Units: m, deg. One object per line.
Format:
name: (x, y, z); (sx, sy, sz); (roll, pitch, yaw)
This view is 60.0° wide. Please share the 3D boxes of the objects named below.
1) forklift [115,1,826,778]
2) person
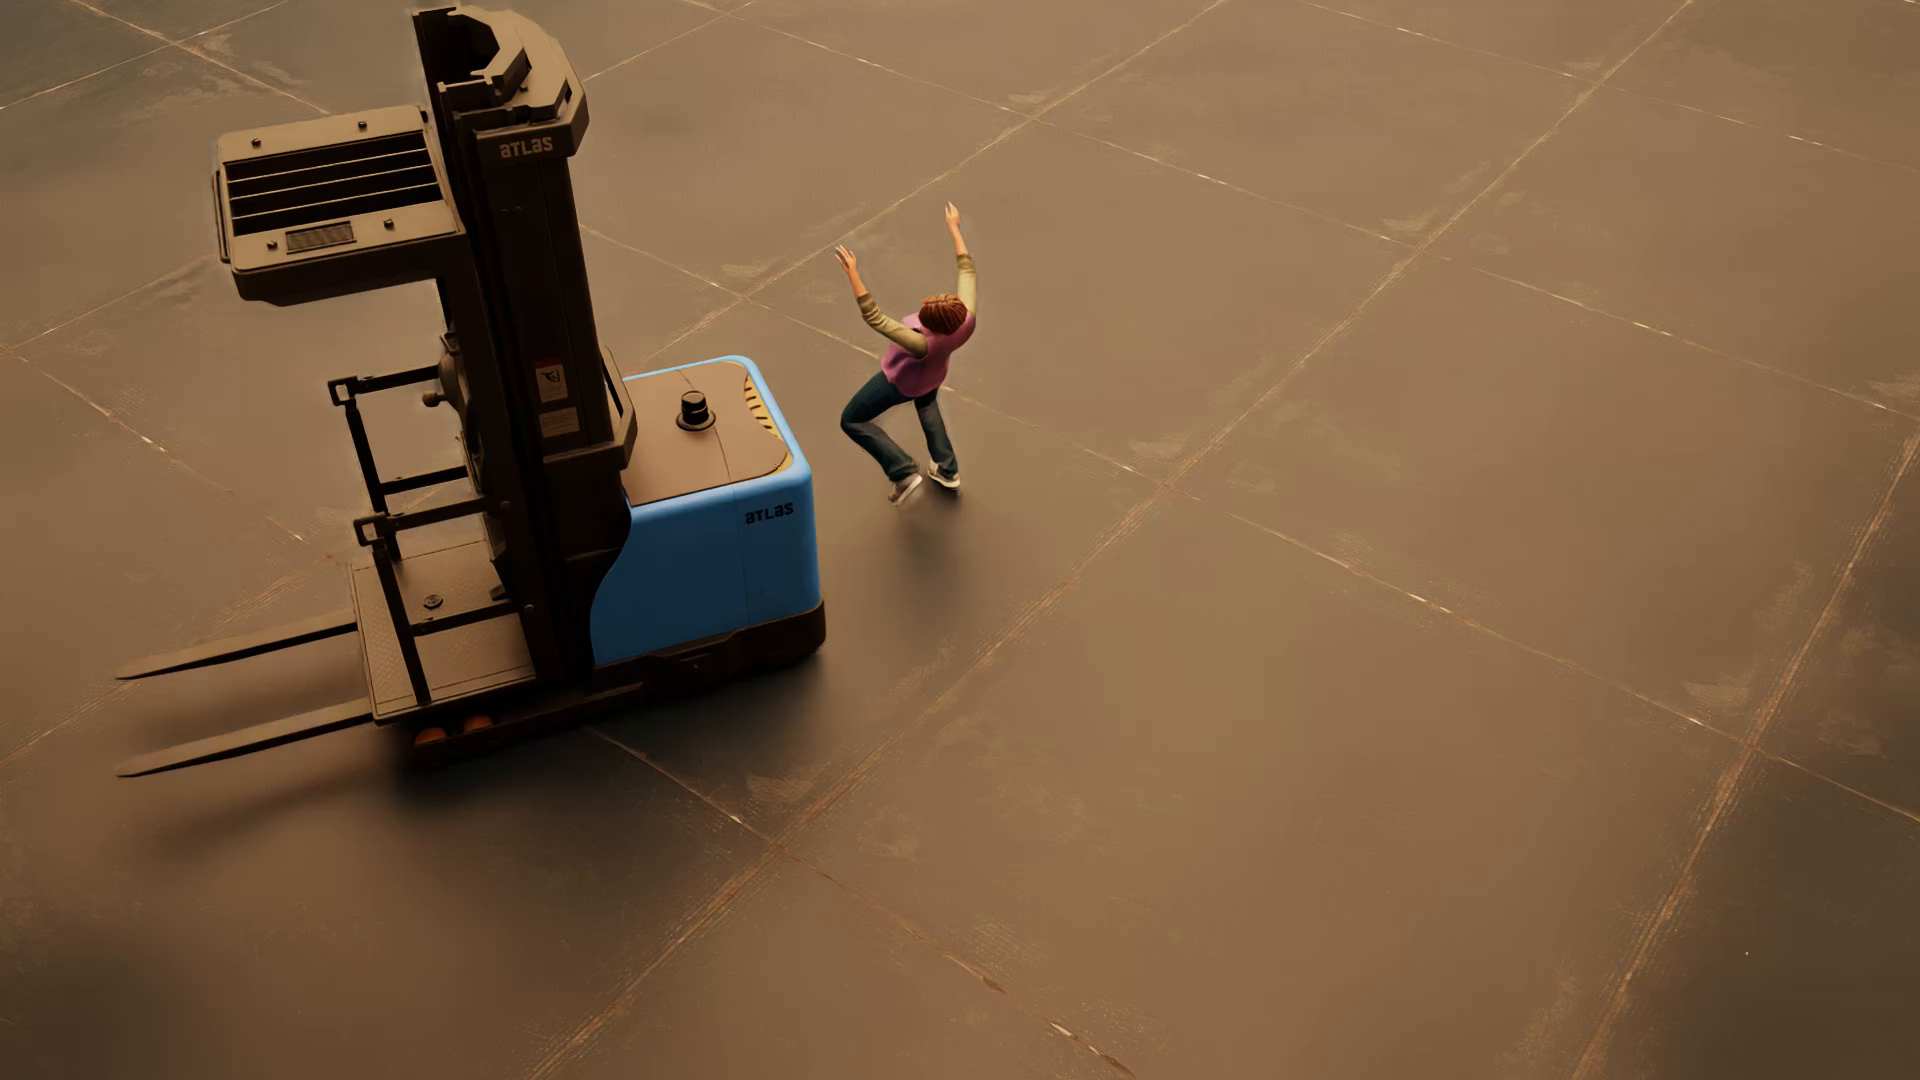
forklift: (-2.189, -0.532, 6.699); (3.031, 2.935, 1.130); (-14, 43, -16)
person: (-0.154, -0.859, 8.162); (0.843, 1.506, 0.631); (-32, 50, -32)
